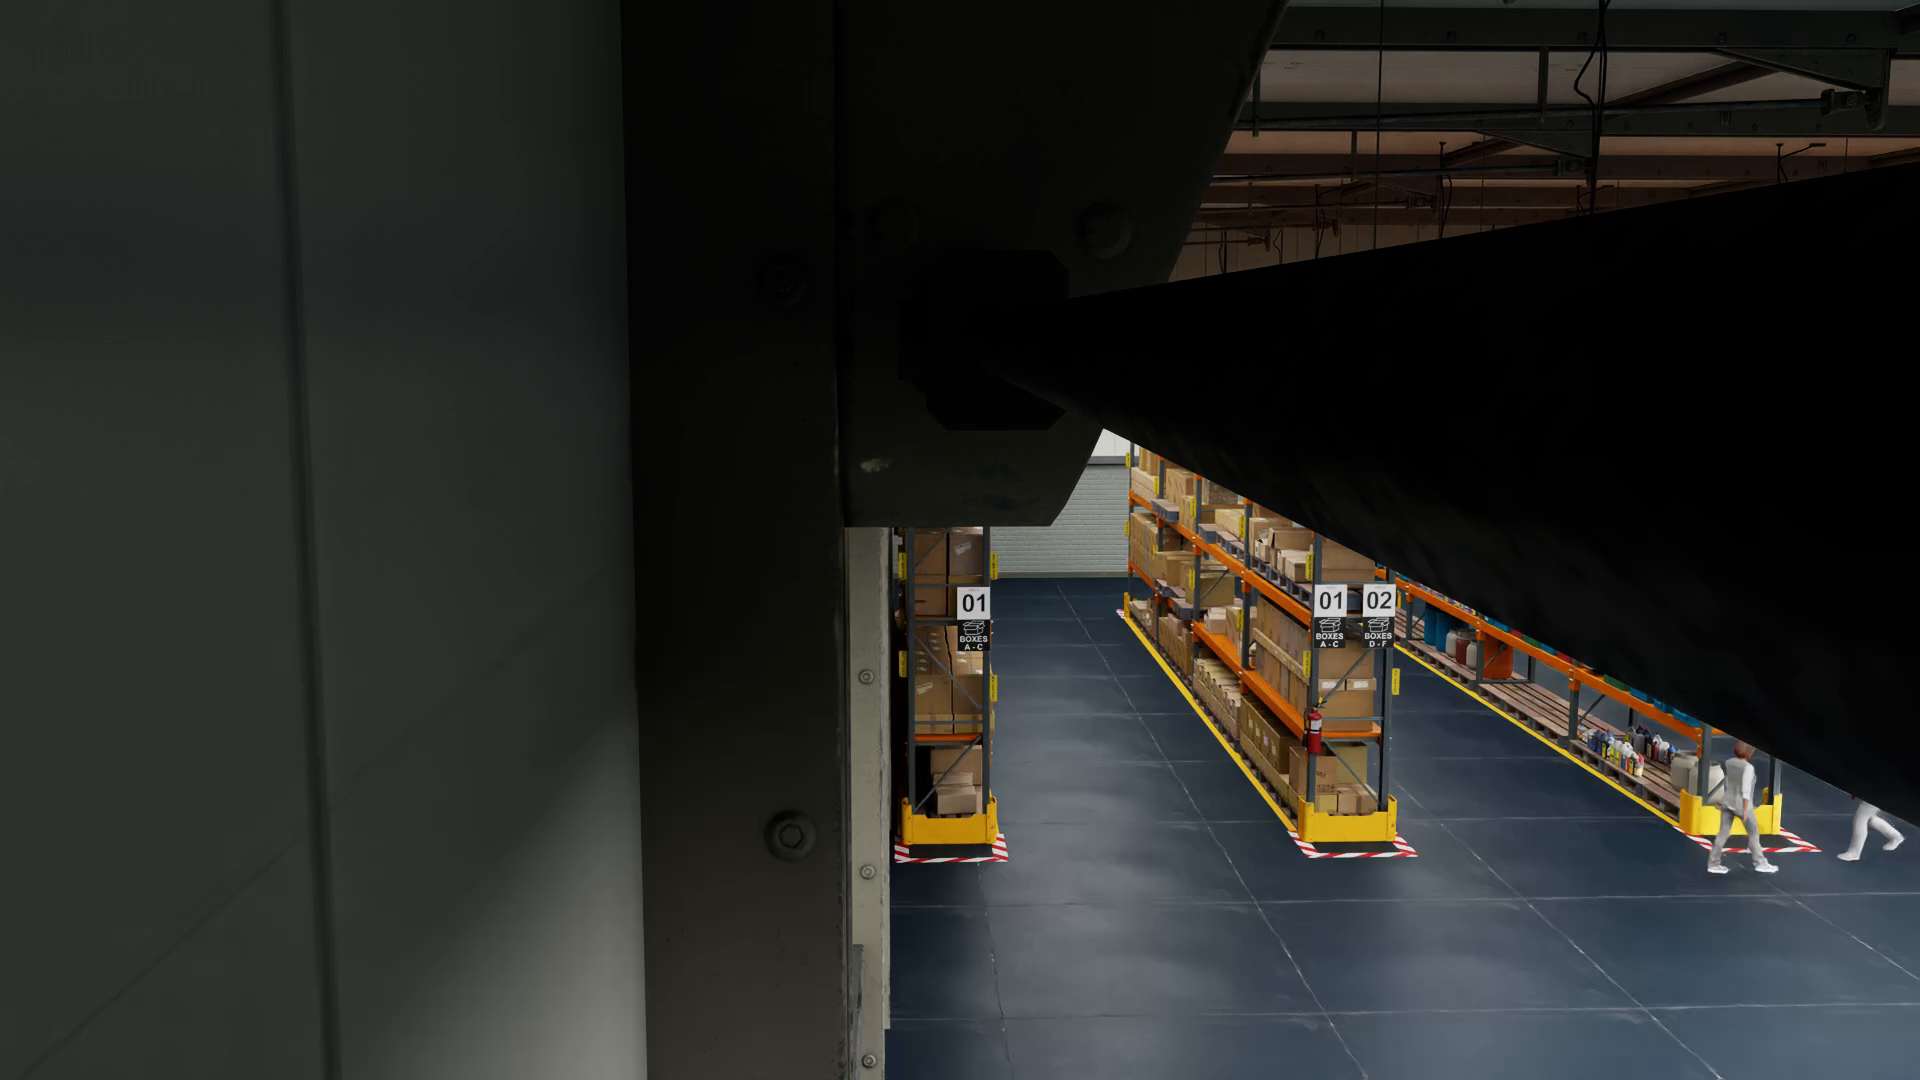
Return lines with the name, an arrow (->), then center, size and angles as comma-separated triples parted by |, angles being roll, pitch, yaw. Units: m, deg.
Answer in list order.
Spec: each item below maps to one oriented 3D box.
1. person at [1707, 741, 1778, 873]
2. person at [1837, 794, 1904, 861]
person -> 9.049, 3.082, 19.262 | 0.848, 1.551, 0.456 | -3, 8, -25
person -> 10.879, 2.974, 19.793 | 0.923, 1.647, 0.466 | -1, 7, -7
